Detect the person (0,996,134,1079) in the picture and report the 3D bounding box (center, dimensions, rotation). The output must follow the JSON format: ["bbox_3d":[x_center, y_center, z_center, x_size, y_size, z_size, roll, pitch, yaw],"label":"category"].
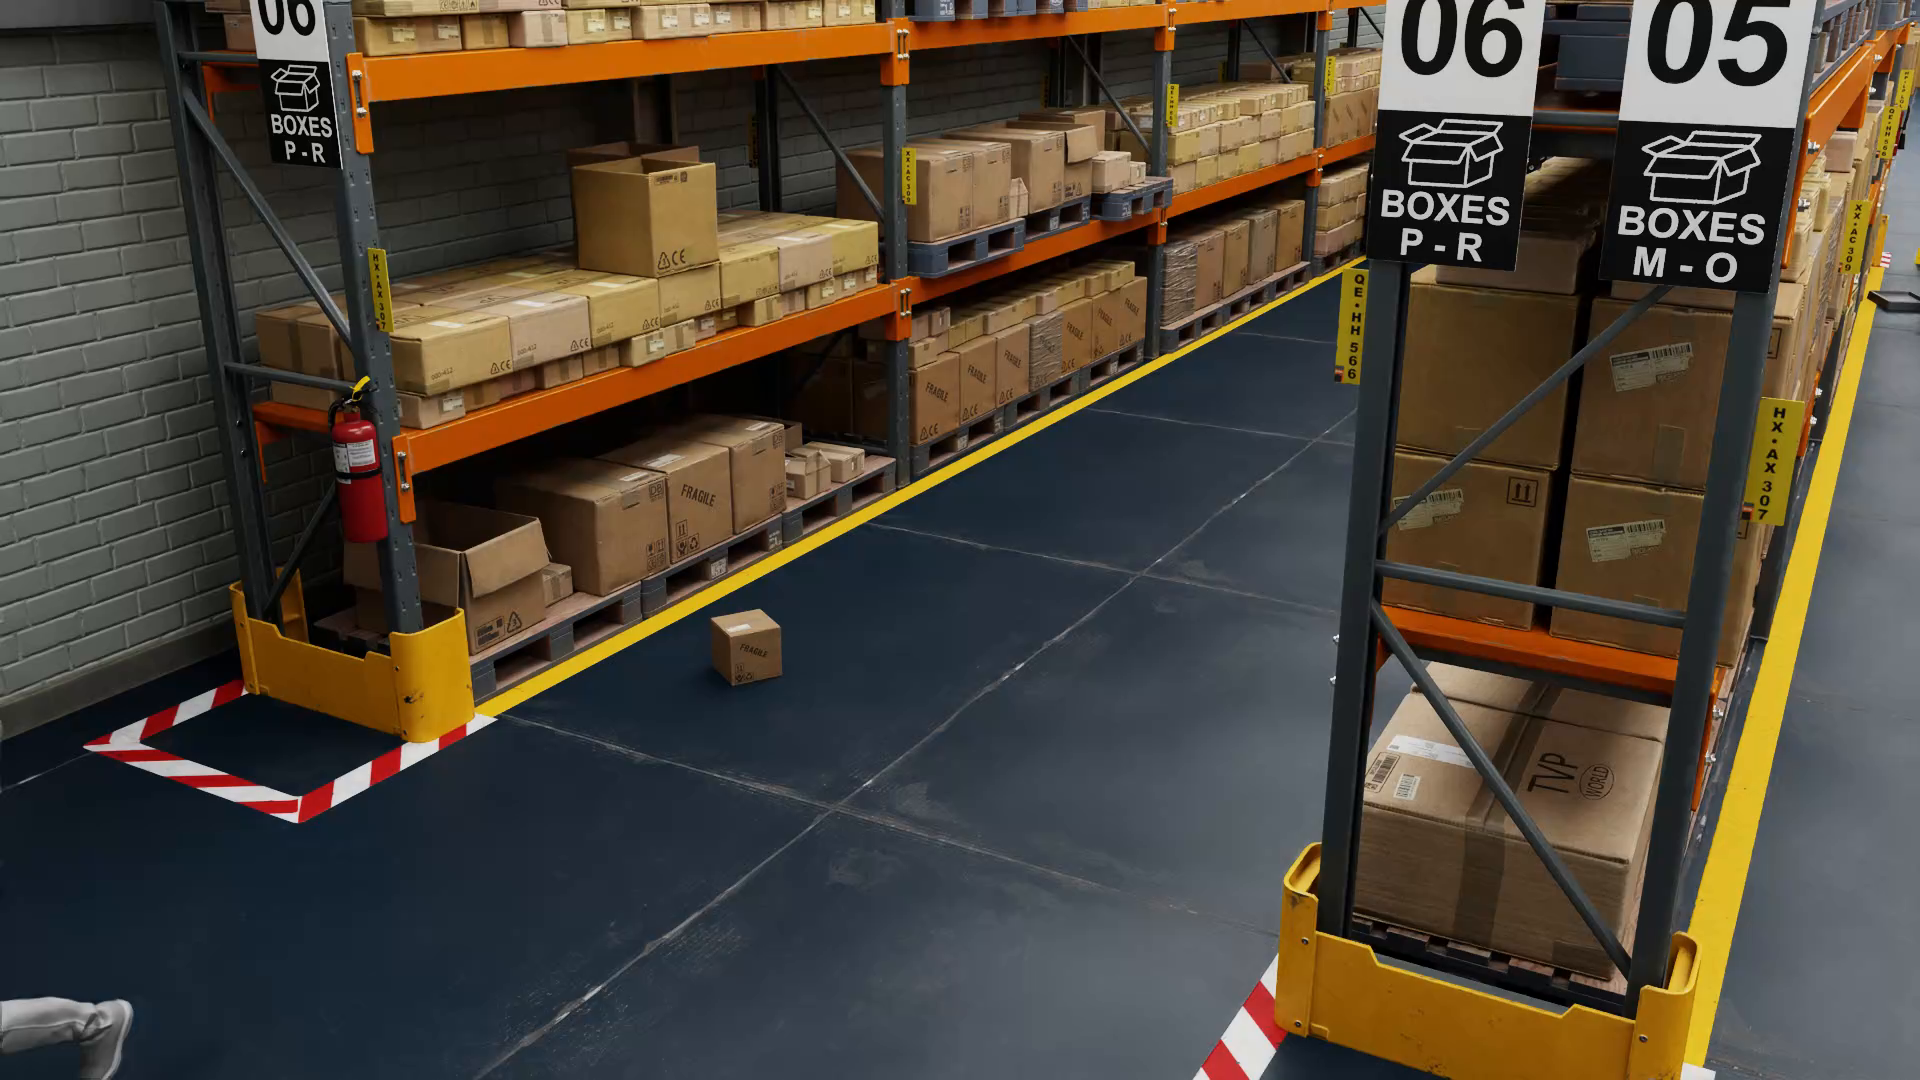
[{"bbox_3d":[-2.719,0.915,4.418,0.473,1.667,0.754,15,24,35],"label":"person"}]
